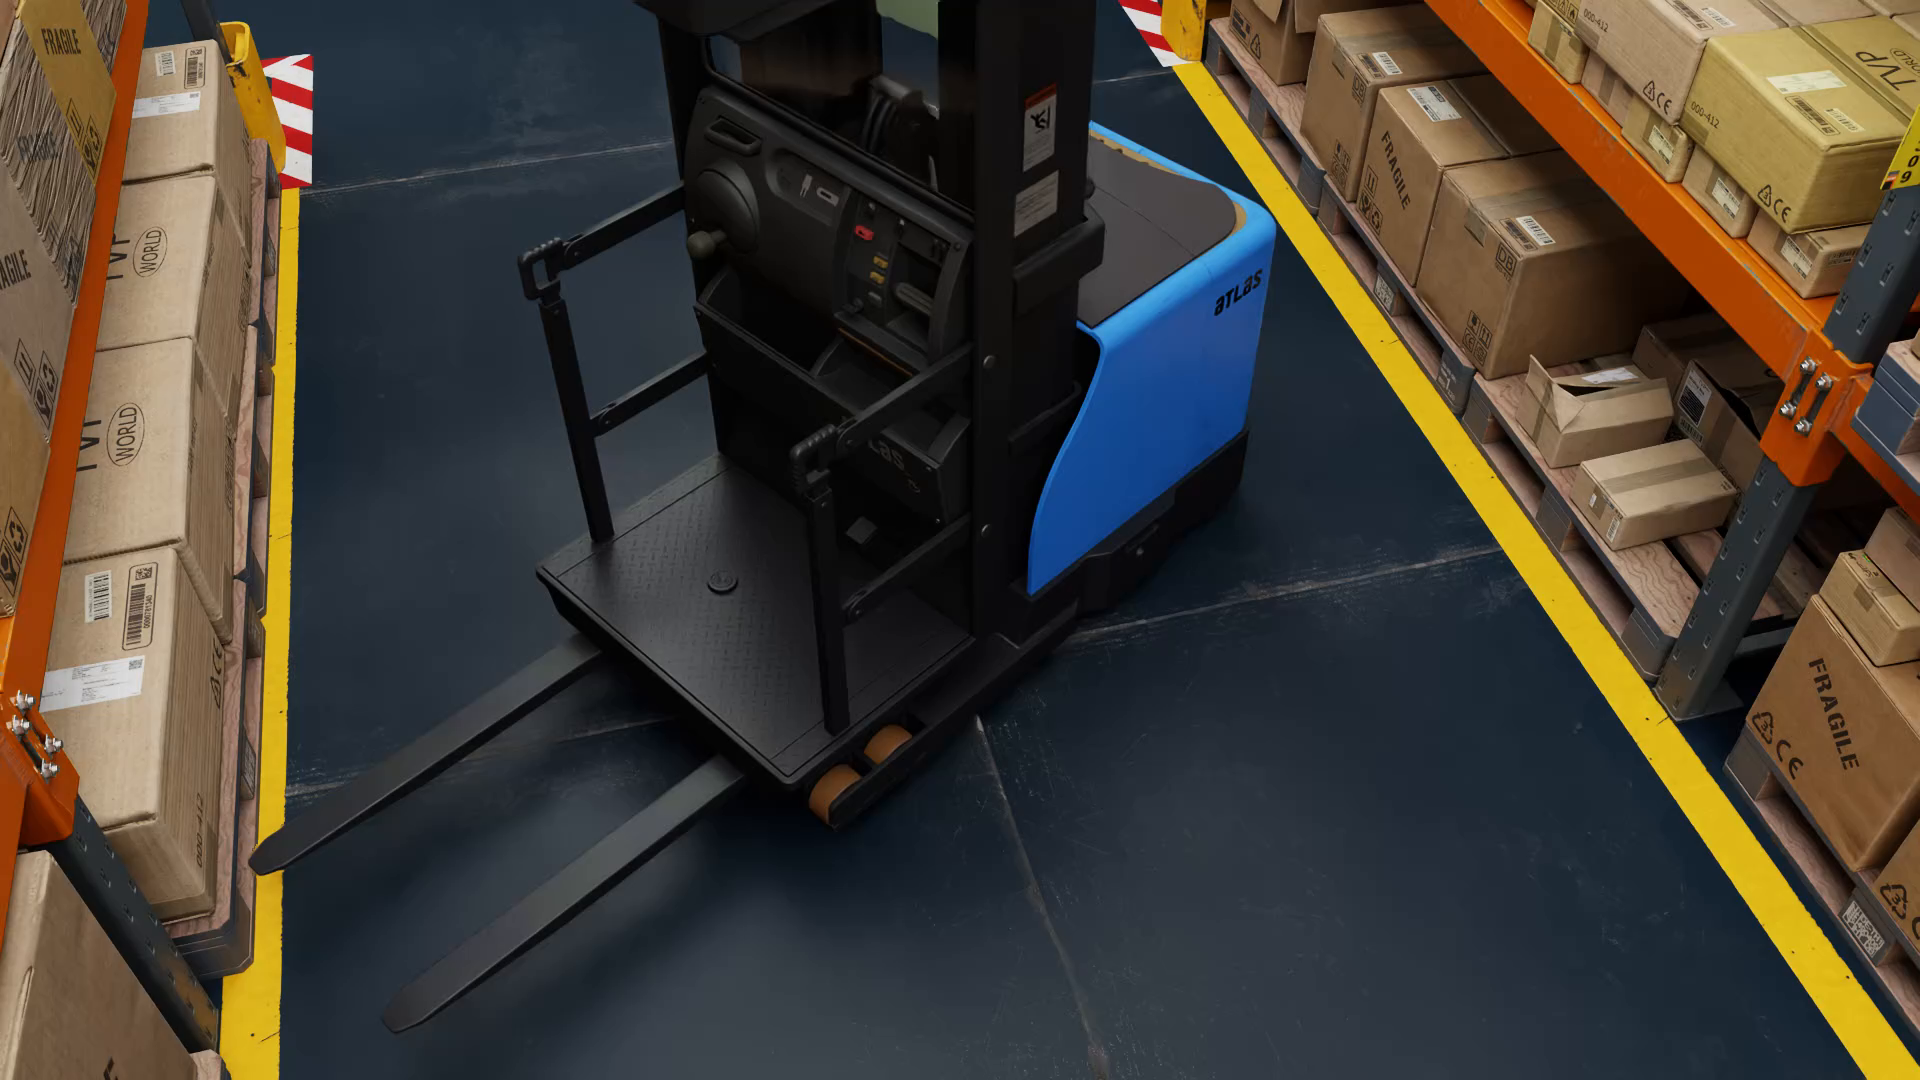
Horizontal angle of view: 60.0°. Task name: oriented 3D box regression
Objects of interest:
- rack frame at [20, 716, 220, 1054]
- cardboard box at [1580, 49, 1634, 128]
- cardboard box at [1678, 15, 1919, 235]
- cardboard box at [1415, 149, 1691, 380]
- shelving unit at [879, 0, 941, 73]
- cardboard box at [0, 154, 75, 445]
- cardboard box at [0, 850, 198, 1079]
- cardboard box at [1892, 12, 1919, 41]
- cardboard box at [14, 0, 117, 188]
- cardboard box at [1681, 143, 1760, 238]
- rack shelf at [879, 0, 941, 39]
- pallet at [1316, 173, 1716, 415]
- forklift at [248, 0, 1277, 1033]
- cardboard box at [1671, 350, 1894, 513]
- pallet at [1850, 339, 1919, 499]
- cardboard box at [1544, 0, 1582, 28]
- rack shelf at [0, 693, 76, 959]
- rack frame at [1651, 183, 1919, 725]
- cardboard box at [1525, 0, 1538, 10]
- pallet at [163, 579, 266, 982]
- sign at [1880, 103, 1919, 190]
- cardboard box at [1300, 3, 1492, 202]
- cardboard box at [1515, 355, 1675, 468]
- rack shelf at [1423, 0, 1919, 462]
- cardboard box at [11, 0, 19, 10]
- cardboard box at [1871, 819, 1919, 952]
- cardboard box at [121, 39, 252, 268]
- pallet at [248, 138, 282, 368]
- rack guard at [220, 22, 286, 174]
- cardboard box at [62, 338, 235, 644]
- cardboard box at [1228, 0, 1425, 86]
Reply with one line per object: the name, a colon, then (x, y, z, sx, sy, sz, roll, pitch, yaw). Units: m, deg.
rack frame: (-2.295, 0.251, 2.904, 1.000, 3.000, 0.127, -11, 47, -10)
cardboard box: (1.958, -1.282, 4.582, 0.380, 0.149, 0.250, -10, 46, -9)
cardboard box: (2.136, -1.018, 4.044, 0.500, 0.250, 0.500, -10, 46, -9)
cardboard box: (1.990, -0.939, 5.526, 0.700, 0.500, 0.500, -12, 47, -12)
shelving unit: (-0.124, -1.512, 5.681, 0.755, 1.500, 0.431, 30, 53, 26)
cardboard box: (-2.287, -0.504, 3.574, 0.500, 0.500, 0.500, -10, 47, -10)
cardboard box: (-2.059, 1.261, 3.107, 0.875, 0.875, 0.875, -9, 46, -9)
cardboard box: (2.636, -1.102, 4.126, 0.500, 0.250, 0.500, -11, 47, -11)
cardboard box: (-2.540, -1.204, 4.260, 0.500, 0.500, 0.500, -9, 46, -9)
cardboard box: (2.089, -0.921, 4.228, 0.380, 0.149, 0.250, -10, 46, -9)
rack shelf: (-0.124, -1.785, 5.402, 0.720, 0.370, 0.431, 30, 53, 26)
pallet: (2.011, -1.001, 6.083, 1.003, 0.211, 1.213, -11, 47, -10)
forklift: (-0.484, -0.674, 3.858, 1.130, 2.935, 3.031, 35, 55, 29)
cardboard box: (2.561, -0.364, 5.095, 0.500, 0.311, 0.500, -9, 46, -9)
pallet: (2.601, -0.020, 3.304, 1.003, 0.211, 1.213, -11, 47, -10)
cardboard box: (1.878, -1.707, 4.720, 0.500, 0.250, 0.500, -11, 47, -11)
rack shelf: (-1.783, 1.884, 1.807, 1.077, 0.370, 4.000, -11, 47, -10)
rack frame: (2.502, -0.659, 3.796, 1.000, 3.000, 0.127, -11, 47, -10)
cardboard box: (1.907, -1.652, 4.944, 0.380, 0.149, 0.250, -10, 46, -10)
pallet: (-2.414, 0.688, 4.428, 1.003, 0.211, 1.213, -11, 47, -10)
sign: (1.980, -0.857, 3.384, 0.100, 0.325, 0.005, -11, 47, -10)
cardboard box: (1.724, -1.656, 6.229, 0.700, 0.500, 0.500, -9, 46, -9)
cardboard box: (1.984, -0.426, 5.188, 0.396, 0.266, 0.258, -9, 46, -9)
rack shelf: (1.990, -1.788, 5.406, 1.077, 0.370, 4.000, -11, 47, -10)
cardboard box: (-2.553, -1.561, 3.910, 0.500, 0.500, 0.500, -11, 47, -11)
cardboard box: (2.554, 0.810, 3.812, 0.500, 0.500, 0.500, -11, 47, -11)
cardboard box: (-3.054, -1.323, 5.946, 0.875, 0.438, 0.875, -12, 47, -12)
pallet: (-3.039, -0.997, 6.079, 1.003, 0.211, 1.213, -11, 47, -10)
rack guard: (-3.325, -1.652, 6.519, 1.175, 0.500, 0.348, -11, 47, -10)
cardboard box: (-2.582, -0.070, 4.718, 0.875, 0.438, 0.875, -12, 47, -11)
cardboard box: (1.543, -2.254, 6.813, 0.797, 0.503, 0.637, -12, 47, -12)
